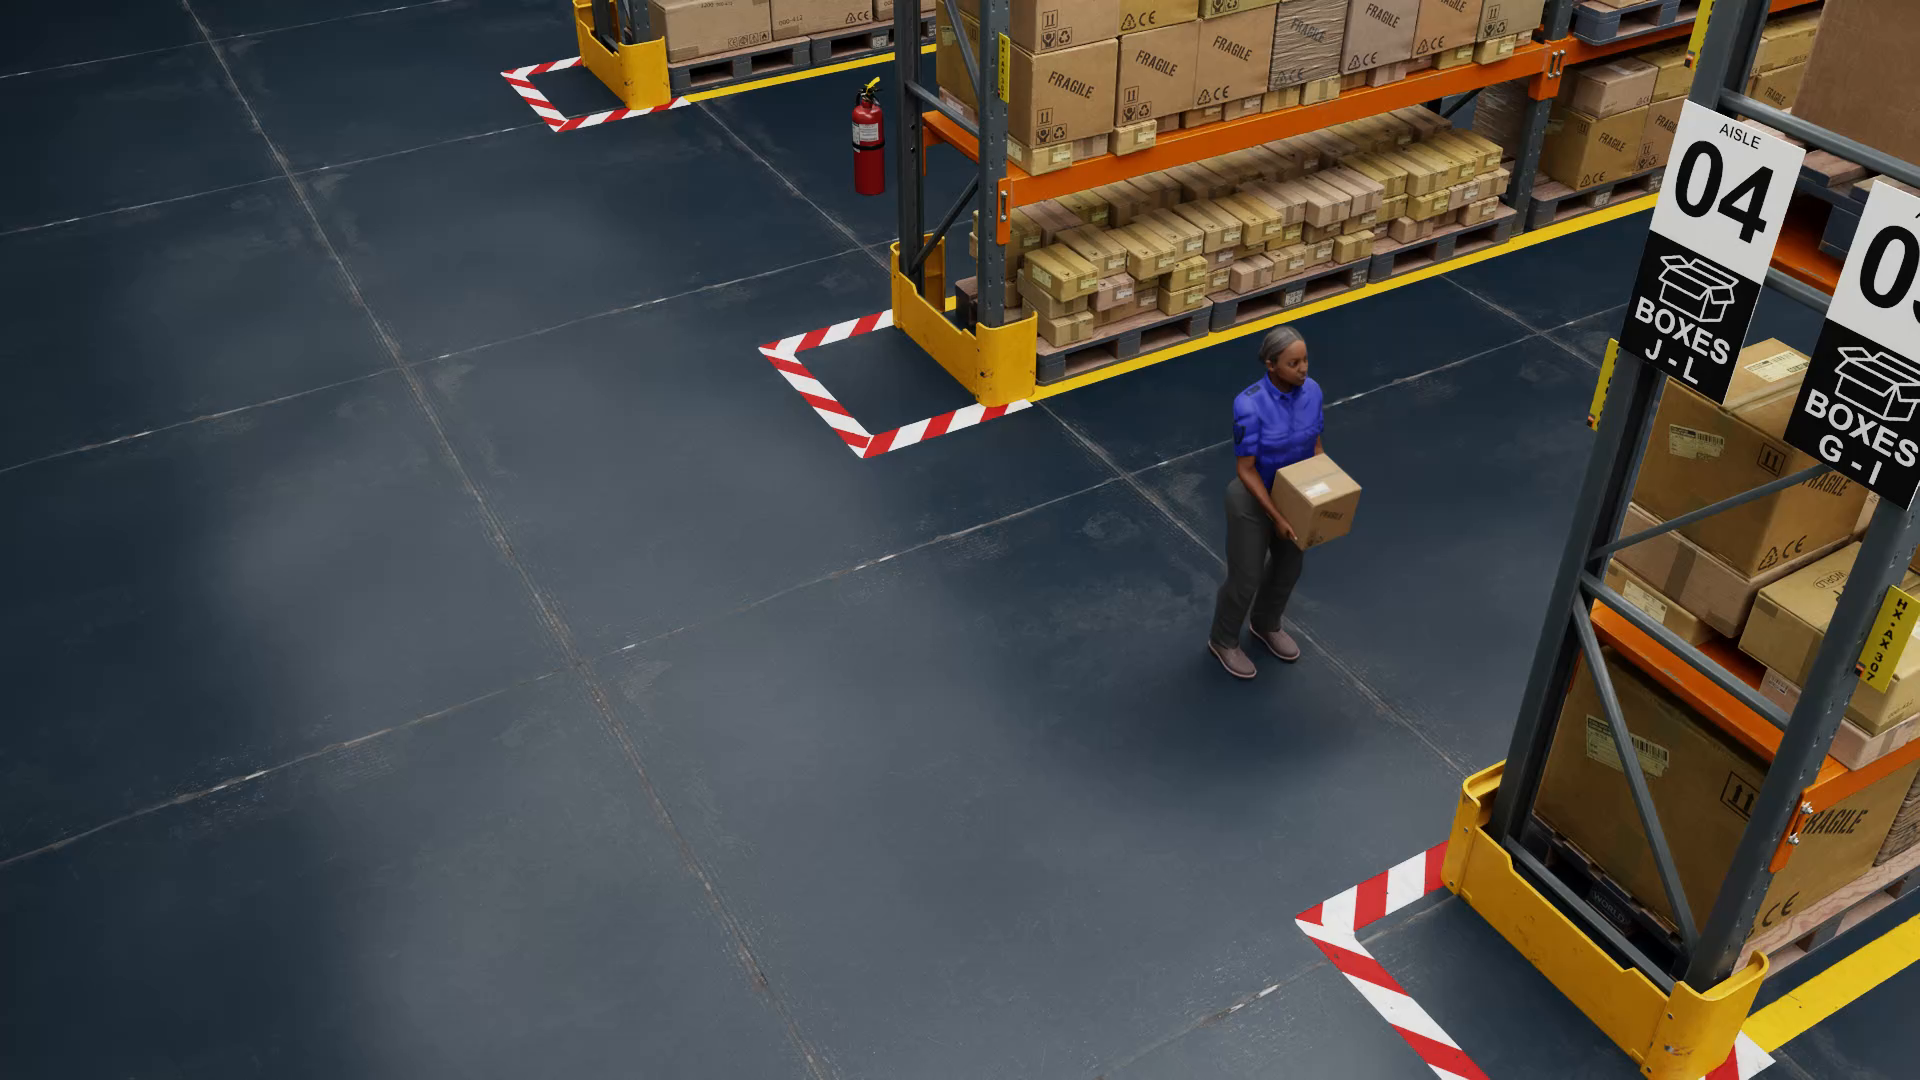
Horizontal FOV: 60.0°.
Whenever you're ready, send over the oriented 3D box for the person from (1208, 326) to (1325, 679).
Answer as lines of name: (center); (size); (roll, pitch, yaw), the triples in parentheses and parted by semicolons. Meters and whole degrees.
person: (1.370, -0.114, 7.090); (0.450, 1.646, 0.523); (-19, 41, -23)
